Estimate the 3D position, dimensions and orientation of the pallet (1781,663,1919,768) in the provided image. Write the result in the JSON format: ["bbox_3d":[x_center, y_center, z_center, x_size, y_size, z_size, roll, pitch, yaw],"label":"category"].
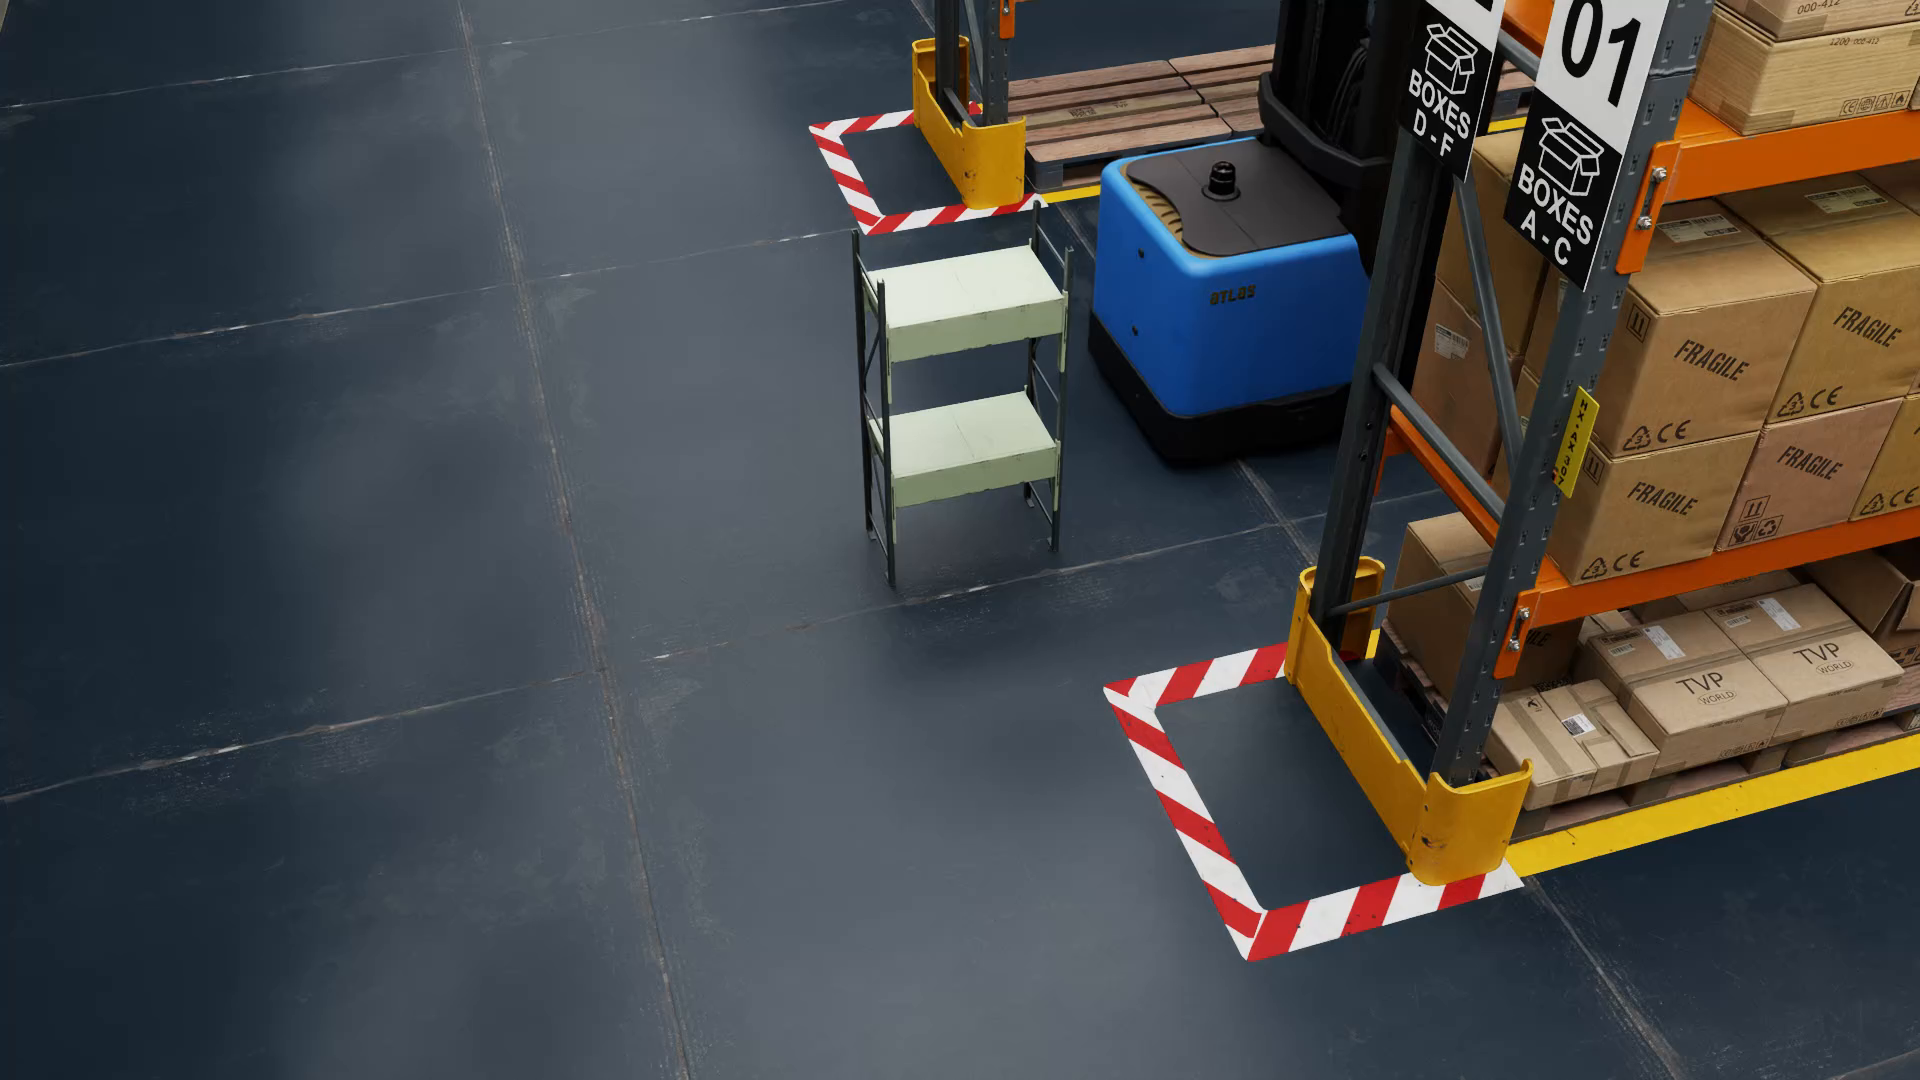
[{"bbox_3d":[3.537,0.353,6.685,1.213,0.211,1.003,-12,42,-13],"label":"pallet"}]

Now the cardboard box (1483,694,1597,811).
[{"bbox_3d":[2.046,0.756,5.938,0.250,0.149,0.380,-12,42,-13],"label":"cardboard box"}]

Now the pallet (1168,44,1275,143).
[{"bbox_3d":[2.019,-2.722,10.205,1.213,0.211,1.003,-12,42,-13],"label":"pallet"}]

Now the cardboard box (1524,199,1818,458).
[{"bbox_3d":[2.046,-0.622,4.846,0.500,0.500,0.500,-10,42,-12],"label":"cardboard box"}]

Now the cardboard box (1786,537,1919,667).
[{"bbox_3d":[3.568,0.073,6.449,0.637,0.503,0.797,-12,42,-13],"label":"cardboard box"}]

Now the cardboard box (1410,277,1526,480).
[{"bbox_3d":[1.889,-0.582,5.560,0.500,0.500,0.500,-10,42,-12],"label":"cardboard box"}]

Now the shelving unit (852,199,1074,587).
[{"bbox_3d":[0.006,-0.566,6.758,0.755,1.500,0.431,-12,42,-13],"label":"shelving unit"}]

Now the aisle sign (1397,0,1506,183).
[{"bbox_3d":[1.386,-1.443,4.646,0.004,0.787,0.394,-12,42,-13],"label":"aisle sign"}]

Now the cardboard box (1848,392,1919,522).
[{"bbox_3d":[3.016,-0.448,5.407,0.500,0.500,0.500,-12,43,-13],"label":"cardboard box"}]

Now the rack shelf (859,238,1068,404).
[{"bbox_3d":[0.006,-0.860,6.501,0.720,0.370,0.431,-12,42,-13],"label":"rack shelf"}]

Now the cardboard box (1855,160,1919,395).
[{"bbox_3d":[3.021,-0.825,5.079,0.500,0.500,0.500,-11,42,-12],"label":"cardboard box"}]

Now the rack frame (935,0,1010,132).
[{"bbox_3d":[0.059,-3.394,8.855,0.127,3.000,1.000,-12,42,-13],"label":"rack frame"}]

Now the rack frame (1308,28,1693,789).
[{"bbox_3d":[1.543,-0.285,5.296,0.127,3.000,1.000,-12,42,-13],"label":"rack frame"}]

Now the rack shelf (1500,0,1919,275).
[{"bbox_3d":[3.451,-1.539,4.999,4.000,0.370,1.077,-12,42,-13],"label":"rack shelf"}]

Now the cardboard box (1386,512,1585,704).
[{"bbox_3d":[1.988,0.229,6.274,0.500,0.500,0.500,-12,42,-13],"label":"cardboard box"}]

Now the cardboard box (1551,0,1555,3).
[{"bbox_3d":[1.954,-1.625,4.665,0.500,0.250,0.500,-12,42,-13],"label":"cardboard box"}]

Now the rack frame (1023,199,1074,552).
[{"bbox_3d":[0.355,-0.638,6.841,0.023,1.500,0.400,-12,42,-13],"label":"rack frame"}]

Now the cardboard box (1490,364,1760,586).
[{"bbox_3d":[2.046,-0.245,5.175,0.500,0.500,0.500,-11,42,-12],"label":"cardboard box"}]

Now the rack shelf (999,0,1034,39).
[{"bbox_3d":[1.966,-3.519,9.544,4.000,0.370,1.077,-12,42,-13],"label":"rack shelf"}]

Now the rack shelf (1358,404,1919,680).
[{"bbox_3d":[3.451,-0.409,5.986,4.000,0.370,1.077,-12,42,-13],"label":"rack shelf"}]

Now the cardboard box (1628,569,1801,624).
[{"bbox_3d":[2.903,0.154,6.550,0.500,0.250,0.500,-12,42,-13],"label":"cardboard box"}]

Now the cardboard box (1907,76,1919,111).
[{"bbox_3d":[2.590,-1.391,4.396,0.500,0.250,0.500,-12,42,-13],"label":"cardboard box"}]

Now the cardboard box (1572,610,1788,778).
[{"bbox_3d":[2.624,0.556,6.089,0.500,0.250,0.500,-12,42,-13],"label":"cardboard box"}]

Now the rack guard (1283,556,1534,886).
[{"bbox_3d":[1.616,0.641,6.136,0.348,0.500,1.175,-12,42,-13],"label":"rack guard"}]

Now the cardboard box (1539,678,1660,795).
[{"bbox_3d":[2.284,0.700,5.988,0.250,0.166,0.380,-12,42,-13],"label":"cardboard box"}]

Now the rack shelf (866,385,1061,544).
[{"bbox_3d":[0.006,-0.321,6.973,0.720,0.370,0.431,-12,42,-13],"label":"rack shelf"}]

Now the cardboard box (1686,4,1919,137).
[{"bbox_3d":[2.110,-1.300,4.293,0.500,0.250,0.500,-12,42,-13],"label":"cardboard box"}]

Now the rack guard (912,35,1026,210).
[{"bbox_3d":[0.040,-2.440,9.663,0.348,0.500,1.175,-12,42,-13],"label":"rack guard"}]

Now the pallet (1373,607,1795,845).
[{"bbox_3d":[2.376,0.592,6.412,1.213,0.211,1.003,-12,42,-13],"label":"pallet"}]

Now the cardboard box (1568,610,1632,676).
[{"bbox_3d":[2.401,0.331,6.411,0.250,0.166,0.380,-12,42,-13],"label":"cardboard box"}]

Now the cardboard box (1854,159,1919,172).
[{"bbox_3d":[2.860,-1.166,5.468,0.500,0.500,0.500,-11,42,-12],"label":"cardboard box"}]

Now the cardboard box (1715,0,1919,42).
[{"bbox_3d":[2.111,-1.485,4.124,0.500,0.250,0.500,-12,42,-13],"label":"cardboard box"}]

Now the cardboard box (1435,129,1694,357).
[{"bbox_3d":[1.885,-0.960,5.233,0.500,0.500,0.500,-12,43,-13],"label":"cardboard box"}]

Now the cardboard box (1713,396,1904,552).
[{"bbox_3d":[2.536,-0.350,5.295,0.500,0.500,0.500,-12,43,-13],"label":"cardboard box"}]

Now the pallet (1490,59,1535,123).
[{"bbox_3d":[3.184,-2.965,10.483,1.213,0.211,1.003,-12,42,-13],"label":"pallet"}]

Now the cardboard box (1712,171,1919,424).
[{"bbox_3d":[2.542,-0.730,4.969,0.500,0.500,0.500,-11,42,-13],"label":"cardboard box"}]

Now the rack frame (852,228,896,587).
[{"bbox_3d":[-0.343,-0.494,6.675,0.023,1.500,0.400,-12,42,-13],"label":"rack frame"}]

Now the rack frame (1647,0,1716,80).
[{"bbox_3d":[1.543,-2.544,3.323,0.127,3.000,1.000,-12,42,-13],"label":"rack frame"}]

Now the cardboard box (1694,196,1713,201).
[{"bbox_3d":[2.367,-1.060,5.348,0.500,0.500,0.500,-11,42,-12],"label":"cardboard box"}]

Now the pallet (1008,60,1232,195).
[{"bbox_3d":[0.857,-2.483,9.931,1.213,0.211,1.003,-12,42,-13],"label":"pallet"}]

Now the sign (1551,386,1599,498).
[{"bbox_3d":[1.706,-0.271,4.622,0.005,0.325,0.100,-12,42,-13],"label":"sign"}]

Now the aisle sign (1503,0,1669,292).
[{"bbox_3d":[1.566,-1.066,4.215,0.004,0.787,0.394,-12,42,-13],"label":"aisle sign"}]

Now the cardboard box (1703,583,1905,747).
[{"bbox_3d":[3.101,0.458,6.202,0.500,0.250,0.500,-12,42,-13],"label":"cardboard box"}]

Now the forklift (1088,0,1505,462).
[{"bbox_3d":[2.206,-2.042,7.360,3.031,2.935,1.130,-13,43,-14],"label":"forklift"}]
